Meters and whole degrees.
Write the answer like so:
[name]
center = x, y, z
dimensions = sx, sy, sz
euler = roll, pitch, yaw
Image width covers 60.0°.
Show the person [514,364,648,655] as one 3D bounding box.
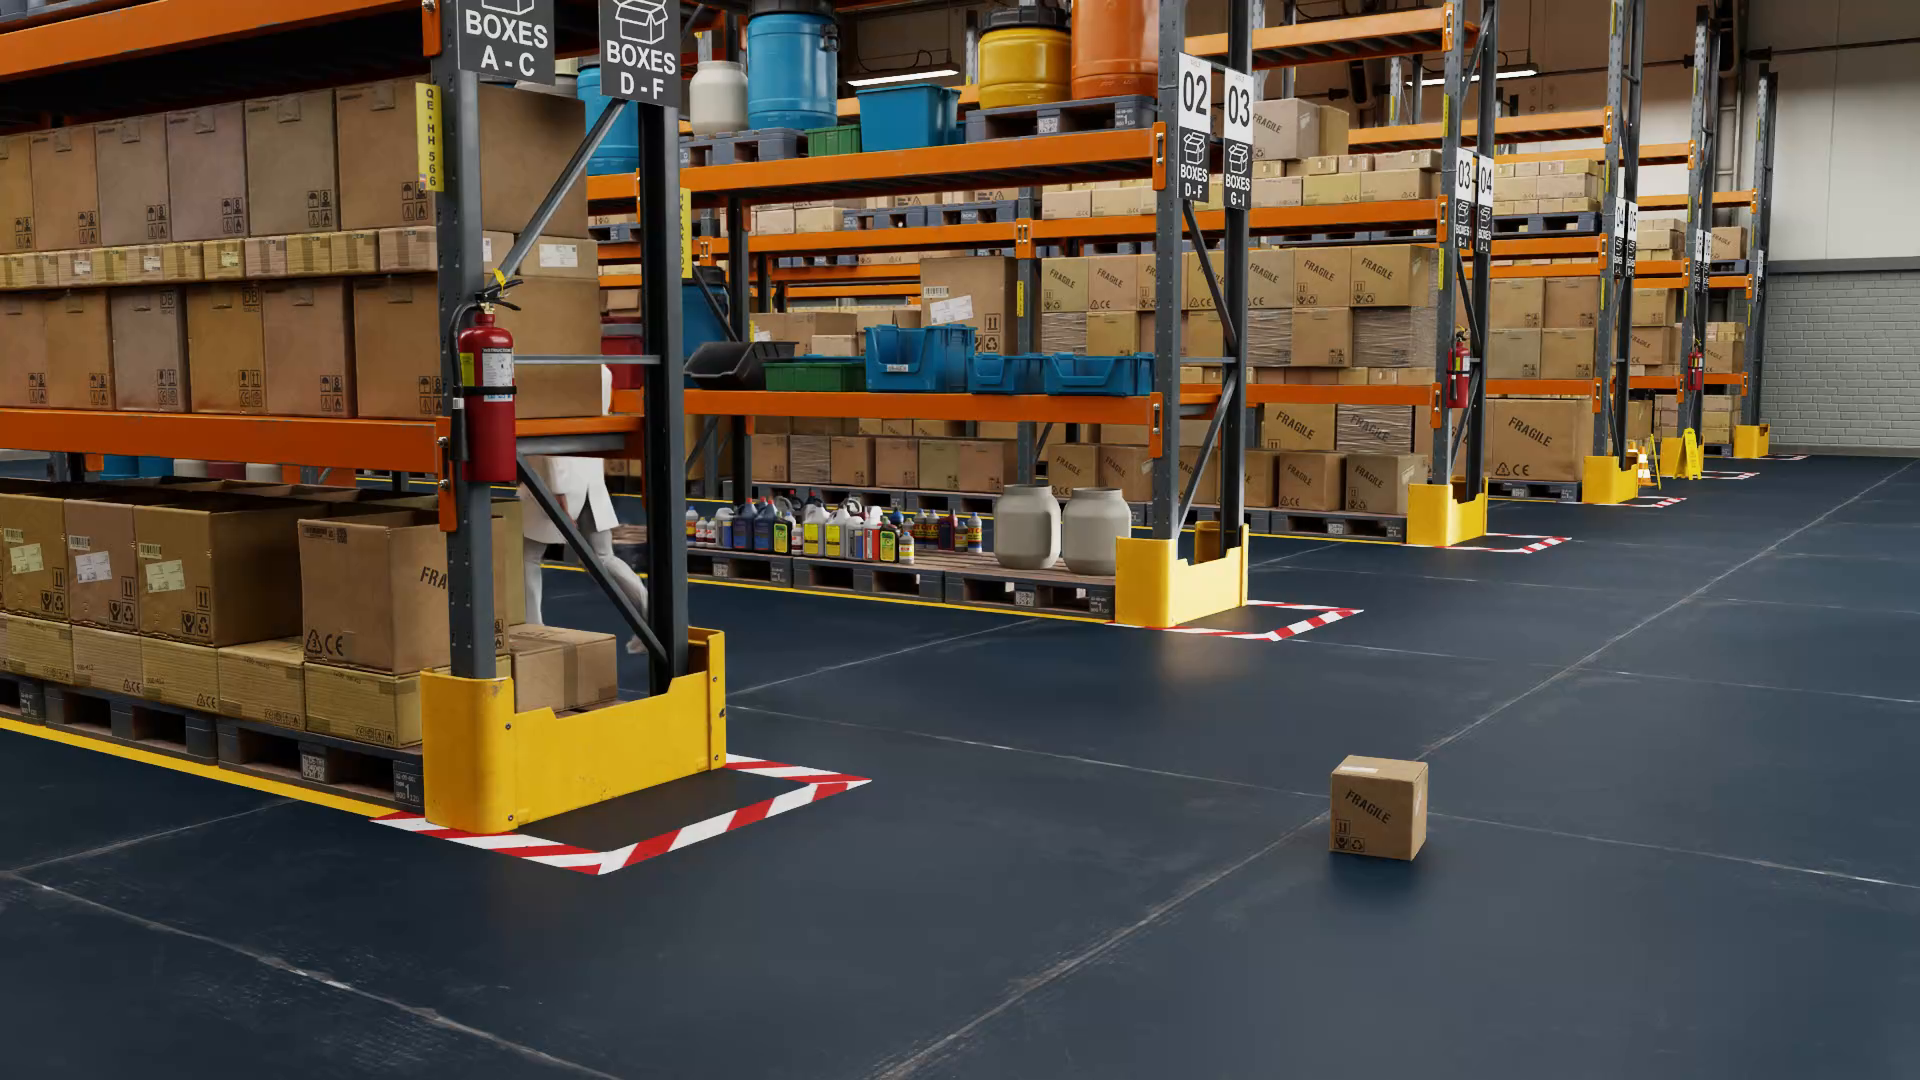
[person]
center = -1.876, -0.256, 8.055
dimensions = 1.060, 1.738, 0.549
euler = 4, 7, 31
